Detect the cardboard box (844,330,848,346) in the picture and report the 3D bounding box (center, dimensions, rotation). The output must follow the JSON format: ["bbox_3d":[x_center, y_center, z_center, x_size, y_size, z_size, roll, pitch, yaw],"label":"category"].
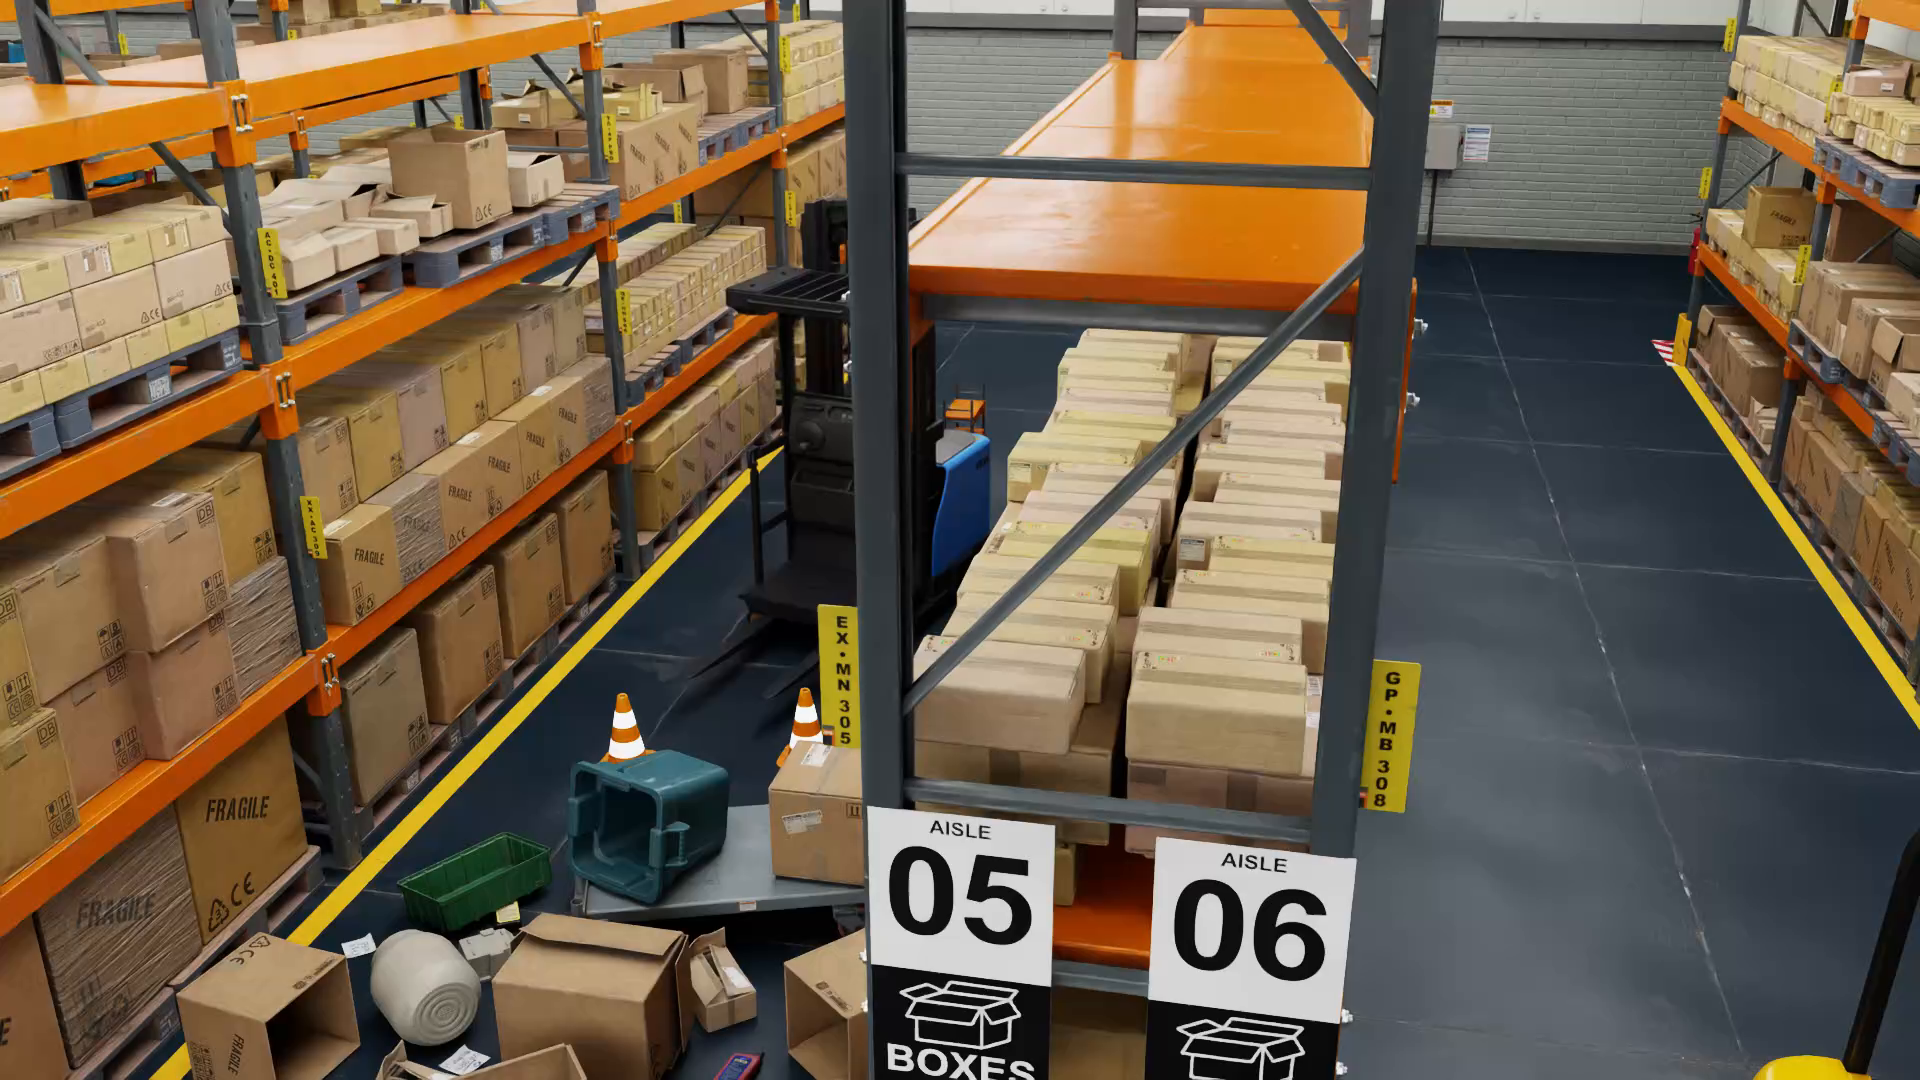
[{"bbox_3d":[-1.403,-2.238,18.179,0.380,0.149,0.250,5,22,12],"label":"cardboard box"}]

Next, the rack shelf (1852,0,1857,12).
[{"bbox_3d":[8.014,-5.052,14.850,1.077,0.370,4.000,4,22,11],"label":"rack shelf"}]

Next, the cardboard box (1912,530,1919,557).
[{"bbox_3d":[6.643,0.054,11.151,0.380,0.149,0.250,3,22,8],"label":"cardboard box"}]

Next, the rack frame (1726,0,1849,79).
[{"bbox_3d":[8.422,-6.119,16.531,1.000,3.000,0.127,4,22,11],"label":"rack frame"}]

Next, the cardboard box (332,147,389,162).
[{"bbox_3d":[-6.398,-3.948,17.969,0.500,0.500,0.500,4,22,9],"label":"cardboard box"}]

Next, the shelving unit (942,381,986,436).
[{"bbox_3d":[0.034,-0.617,13.310,0.258,1.200,0.503,4,22,11],"label":"shelving unit"}]

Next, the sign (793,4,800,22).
[{"bbox_3d":[-1.836,-5.891,18.812,0.100,0.325,0.005,4,22,11],"label":"sign"}]

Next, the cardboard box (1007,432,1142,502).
[{"bbox_3d":[0.357,-0.216,5.158,0.380,0.149,0.250,5,22,12],"label":"cardboard box"}]

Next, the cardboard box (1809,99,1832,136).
[{"bbox_3d":[7.459,-3.528,13.917,0.500,0.250,0.500,5,22,11],"label":"cardboard box"}]

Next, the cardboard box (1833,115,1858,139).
[{"bbox_3d":[7.069,-3.218,12.984,0.380,0.149,0.250,5,22,12],"label":"cardboard box"}]

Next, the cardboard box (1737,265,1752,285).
[{"bbox_3d":[7.741,-2.555,16.049,0.380,0.149,0.250,5,22,12],"label":"cardboard box"}]

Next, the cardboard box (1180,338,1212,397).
[{"bbox_3d":[0.756,-0.644,6.755,0.500,0.250,0.500,4,22,10],"label":"cardboard box"}]

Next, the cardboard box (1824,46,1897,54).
[{"bbox_3d":[8.403,-4.464,15.572,0.500,0.250,0.500,5,22,11],"label":"cardboard box"}]

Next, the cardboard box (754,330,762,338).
[{"bbox_3d":[-2.246,-2.077,16.983,0.380,0.149,0.250,4,22,10],"label":"cardboard box"}]

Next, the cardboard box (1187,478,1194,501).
[{"bbox_3d":[0.978,-0.045,5.268,0.500,0.250,0.500,5,22,12],"label":"cardboard box"}]

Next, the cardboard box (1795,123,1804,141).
[{"bbox_3d":[7.561,-3.578,14.574,0.380,0.149,0.250,4,22,11],"label":"cardboard box"}]

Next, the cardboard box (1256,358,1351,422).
[{"bbox_3d":[1.219,-0.542,5.969,0.380,0.149,0.250,5,22,12],"label":"cardboard box"}]

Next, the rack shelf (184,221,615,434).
[{"bbox_3d":[-3.345,-1.454,9.926,1.077,0.370,4.000,4,22,11],"label":"rack shelf"}]

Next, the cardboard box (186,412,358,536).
[{"bbox_3d":[-3.657,-0.357,8.783,0.700,0.500,0.500,4,22,10],"label":"cardboard box"}]

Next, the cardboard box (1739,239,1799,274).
[{"bbox_3d":[7.779,-2.700,15.876,0.500,0.250,0.500,4,22,10],"label":"cardboard box"}]

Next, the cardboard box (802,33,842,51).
[{"bbox_3d":[-1.420,-5.087,16.982,0.380,0.149,0.250,4,22,9],"label":"cardboard box"}]

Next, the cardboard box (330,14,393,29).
[{"bbox_3d":[-6.495,-5.352,17.812,0.700,0.500,0.500,5,23,13],"label":"cardboard box"}]

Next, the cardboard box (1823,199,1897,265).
[{"bbox_3d":[8.170,-2.814,15.154,0.500,0.500,0.500,4,22,9],"label":"cardboard box"}]

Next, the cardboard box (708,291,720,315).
[{"bbox_3d":[-2.271,-2.032,14.187,0.380,0.149,0.250,5,23,13],"label":"cardboard box"}]

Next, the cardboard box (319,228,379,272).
[{"bbox_3d":[-3.298,-1.541,8.820,0.250,0.149,0.380,4,22,11],"label":"cardboard box"}]

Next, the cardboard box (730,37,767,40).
[{"bbox_3d":[-2.086,-4.939,16.616,0.380,0.149,0.250,4,22,11],"label":"cardboard box"}]

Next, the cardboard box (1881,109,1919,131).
[{"bbox_3d":[7.016,-3.065,12.205,0.380,0.149,0.250,5,22,12],"label":"cardboard box"}]

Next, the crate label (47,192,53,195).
[{"bbox_3d":[-11.083,-4.231,20.146,0.396,0.136,0.243,4,22,11],"label":"crate label"}]

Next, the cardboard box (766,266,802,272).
[{"bbox_3d":[-1.742,-2.553,16.043,0.380,0.149,0.250,5,23,13],"label":"cardboard box"}]

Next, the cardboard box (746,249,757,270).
[{"bbox_3d":[-2.061,-2.550,15.075,0.380,0.149,0.250,5,22,11],"label":"cardboard box"}]

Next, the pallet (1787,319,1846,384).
[{"bbox_3d":[7.336,-1.500,13.350,1.003,0.211,1.213,4,22,11],"label":"pallet"}]

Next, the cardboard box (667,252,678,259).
[{"bbox_3d":[-2.754,-2.508,14.973,0.380,0.149,0.250,5,22,12],"label":"cardboard box"}]

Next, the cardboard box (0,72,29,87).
[{"bbox_3d":[-7.718,-3.405,13.108,0.797,0.503,0.637,6,23,14],"label":"cardboard box"}]

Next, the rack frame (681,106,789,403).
[{"bbox_3d":[-2.121,-2.590,15.801,1.000,3.000,0.127,4,22,11],"label":"rack frame"}]

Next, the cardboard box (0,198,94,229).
[{"bbox_3d":[-4.160,-1.443,7.510,0.380,0.149,0.250,5,22,11],"label":"cardboard box"}]

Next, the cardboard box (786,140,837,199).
[{"bbox_3d":[-1.566,-3.758,16.829,0.500,0.500,0.500,5,22,12],"label":"cardboard box"}]

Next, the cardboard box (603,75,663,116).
[{"bbox_3d":[-2.466,-3.332,12.469,0.396,0.266,0.258,4,22,11],"label":"cardboard box"}]

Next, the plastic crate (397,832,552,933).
[{"bbox_3d":[-2.506,1.776,8.645,0.450,0.188,0.662,7,21,42],"label":"plastic crate"}]

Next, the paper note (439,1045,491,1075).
[{"bbox_3d":[-2.239,2.352,7.513,0.172,0.023,0.155,13,25,29],"label":"paper note"}]

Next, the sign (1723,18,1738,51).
[{"bbox_3d":[7.891,-5.174,17.031,0.100,0.325,0.005,4,22,11],"label":"sign"}]

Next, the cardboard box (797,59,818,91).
[{"bbox_3d":[-1.681,-4.484,16.018,0.500,0.250,0.500,4,22,11],"label":"cardboard box"}]

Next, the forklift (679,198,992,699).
[{"bbox_3d":[-0.846,-0.730,11.274,1.130,2.935,3.031,10,24,23],"label":"forklift"}]

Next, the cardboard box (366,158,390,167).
[{"bbox_3d":[-3.402,-2.259,10.468,0.500,0.250,0.500,5,22,12],"label":"cardboard box"}]

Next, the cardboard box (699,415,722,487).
[{"bbox_3d":[-2.343,-0.774,14.075,0.500,0.500,0.500,4,22,10],"label":"cardboard box"}]

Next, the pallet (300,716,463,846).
[{"bbox_3d":[-3.669,1.341,9.772,1.003,0.211,1.213,4,22,11],"label":"pallet"}]

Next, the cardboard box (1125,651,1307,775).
[{"bbox_3d":[0.569,0.379,3.680,0.380,0.149,0.250,4,22,11],"label":"cardboard box"}]

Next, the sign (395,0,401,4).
[{"bbox_3d":[-6.681,-6.346,19.836,0.100,0.325,0.005,4,22,11],"label":"sign"}]

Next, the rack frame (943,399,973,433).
[{"bbox_3d":[-0.016,-0.528,13.089,0.240,1.200,0.015,4,22,11],"label":"rack frame"}]

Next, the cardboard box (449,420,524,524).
[{"bbox_3d":[-3.072,-0.436,10.317,0.500,0.500,0.500,5,22,12],"label":"cardboard box"}]

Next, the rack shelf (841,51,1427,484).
[{"bbox_3d":[0.705,-1.040,4.889,1.077,0.370,4.000,4,22,11],"label":"rack shelf"}]

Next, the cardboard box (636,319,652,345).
[{"bbox_3d":[-2.588,-1.605,12.729,0.380,0.149,0.250,6,23,13],"label":"cardboard box"}]

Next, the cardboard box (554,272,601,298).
[{"bbox_3d":[-3.073,-2.069,13.484,0.380,0.149,0.250,4,22,11],"label":"cardboard box"}]

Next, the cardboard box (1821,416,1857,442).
[{"bbox_3d":[7.250,-0.896,13.510,0.380,0.149,0.250,3,22,8],"label":"cardboard box"}]

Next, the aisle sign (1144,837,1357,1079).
[{"bbox_3d":[0.588,0.979,3.458,0.394,0.787,0.004,4,22,11],"label":"aisle sign"}]

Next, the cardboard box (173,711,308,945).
[{"bbox_3d":[-3.950,1.351,8.297,0.875,0.875,0.875,5,22,12],"label":"cardboard box"}]

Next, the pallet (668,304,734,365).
[{"bbox_3d":[-2.573,-1.766,14.010,1.003,0.211,1.213,4,22,11],"label":"pallet"}]

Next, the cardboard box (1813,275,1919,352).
[{"bbox_3d":[7.183,-1.765,13.055,0.700,0.500,0.500,5,22,12],"label":"cardboard box"}]

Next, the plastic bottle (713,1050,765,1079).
[{"bbox_3d":[-0.986,2.368,7.423,0.133,0.061,0.283,8,23,20],"label":"plastic bottle"}]

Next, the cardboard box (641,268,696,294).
[{"bbox_3d":[-2.386,-2.117,13.602,0.380,0.149,0.250,5,23,13],"label":"cardboard box"}]
